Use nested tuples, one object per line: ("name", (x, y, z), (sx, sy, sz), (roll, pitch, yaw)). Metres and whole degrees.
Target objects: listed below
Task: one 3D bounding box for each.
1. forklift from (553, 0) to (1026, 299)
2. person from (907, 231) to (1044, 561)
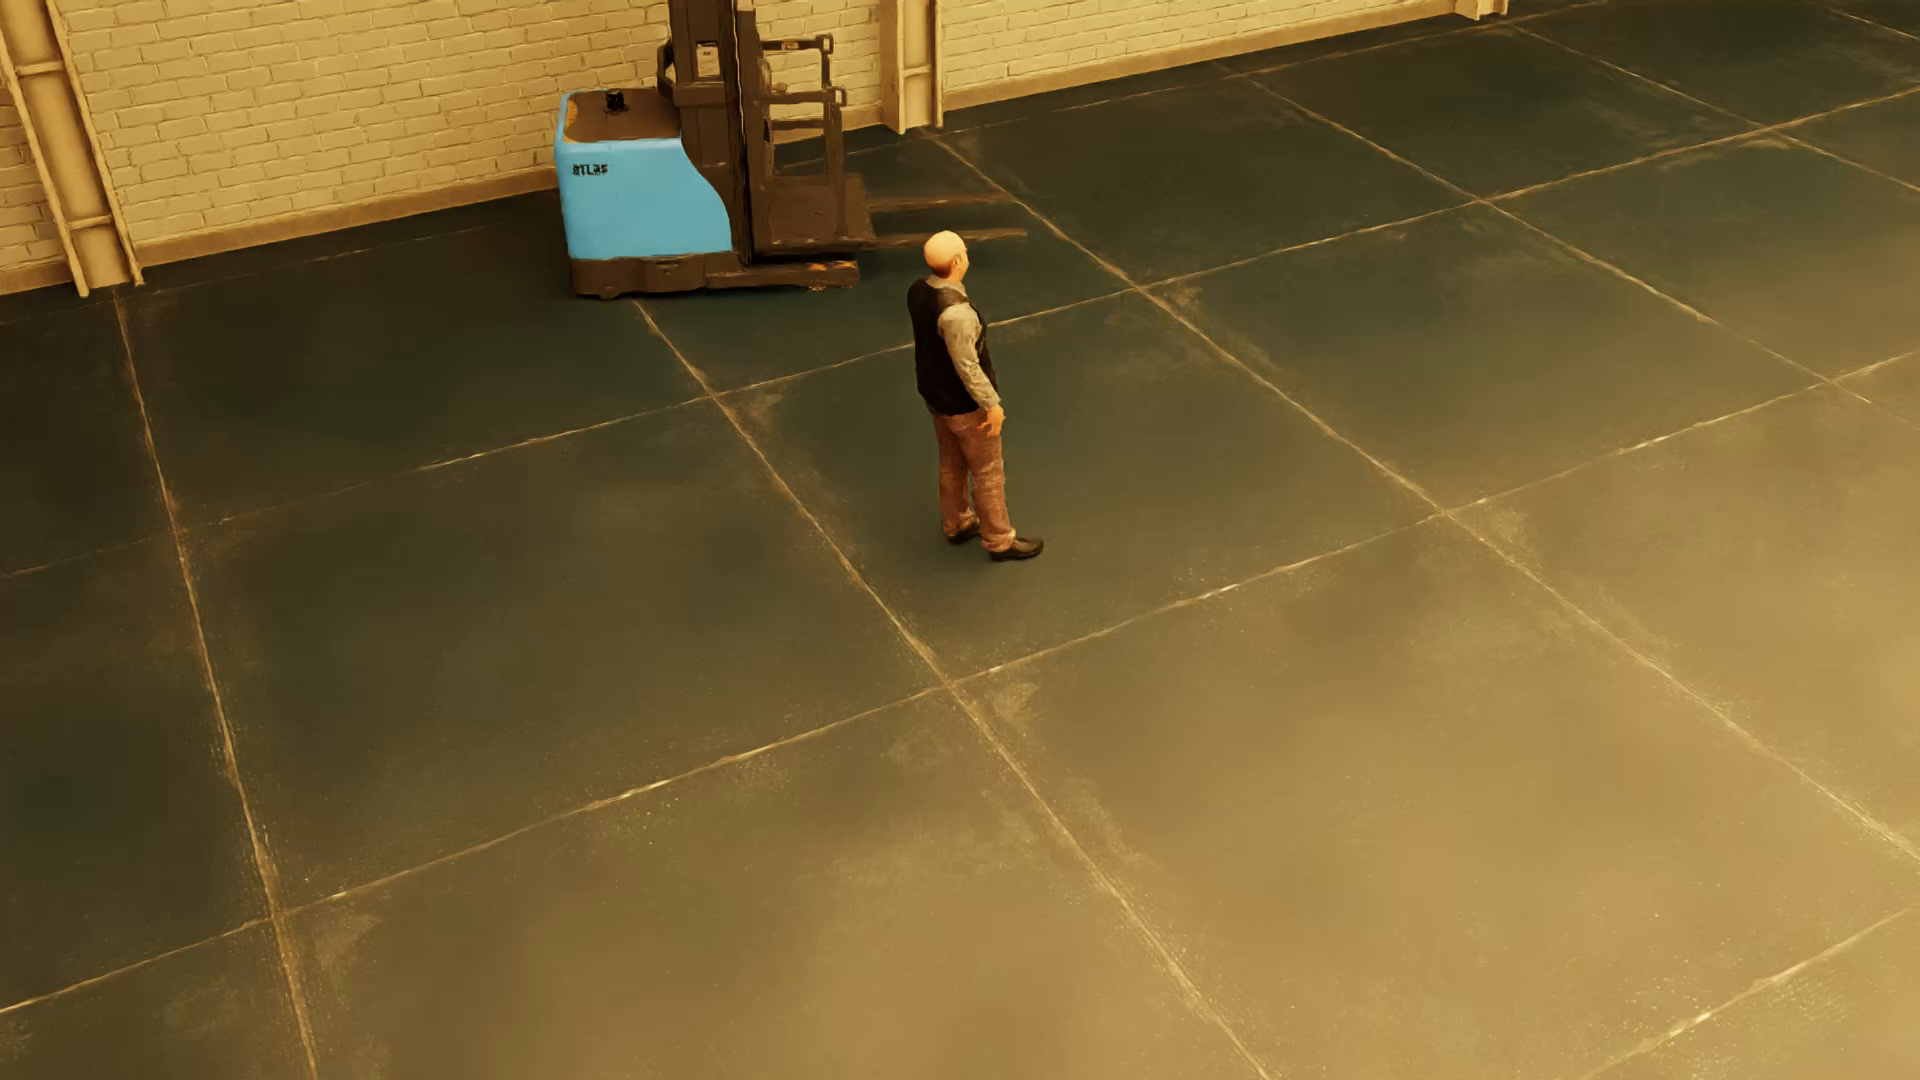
("forklift", (-1.098, -3.147, 10.575), (3.031, 2.935, 1.130), (-5, 36, -7))
("person", (0.059, -0.721, 8.179), (0.567, 1.720, 0.632), (-17, 39, -23))
